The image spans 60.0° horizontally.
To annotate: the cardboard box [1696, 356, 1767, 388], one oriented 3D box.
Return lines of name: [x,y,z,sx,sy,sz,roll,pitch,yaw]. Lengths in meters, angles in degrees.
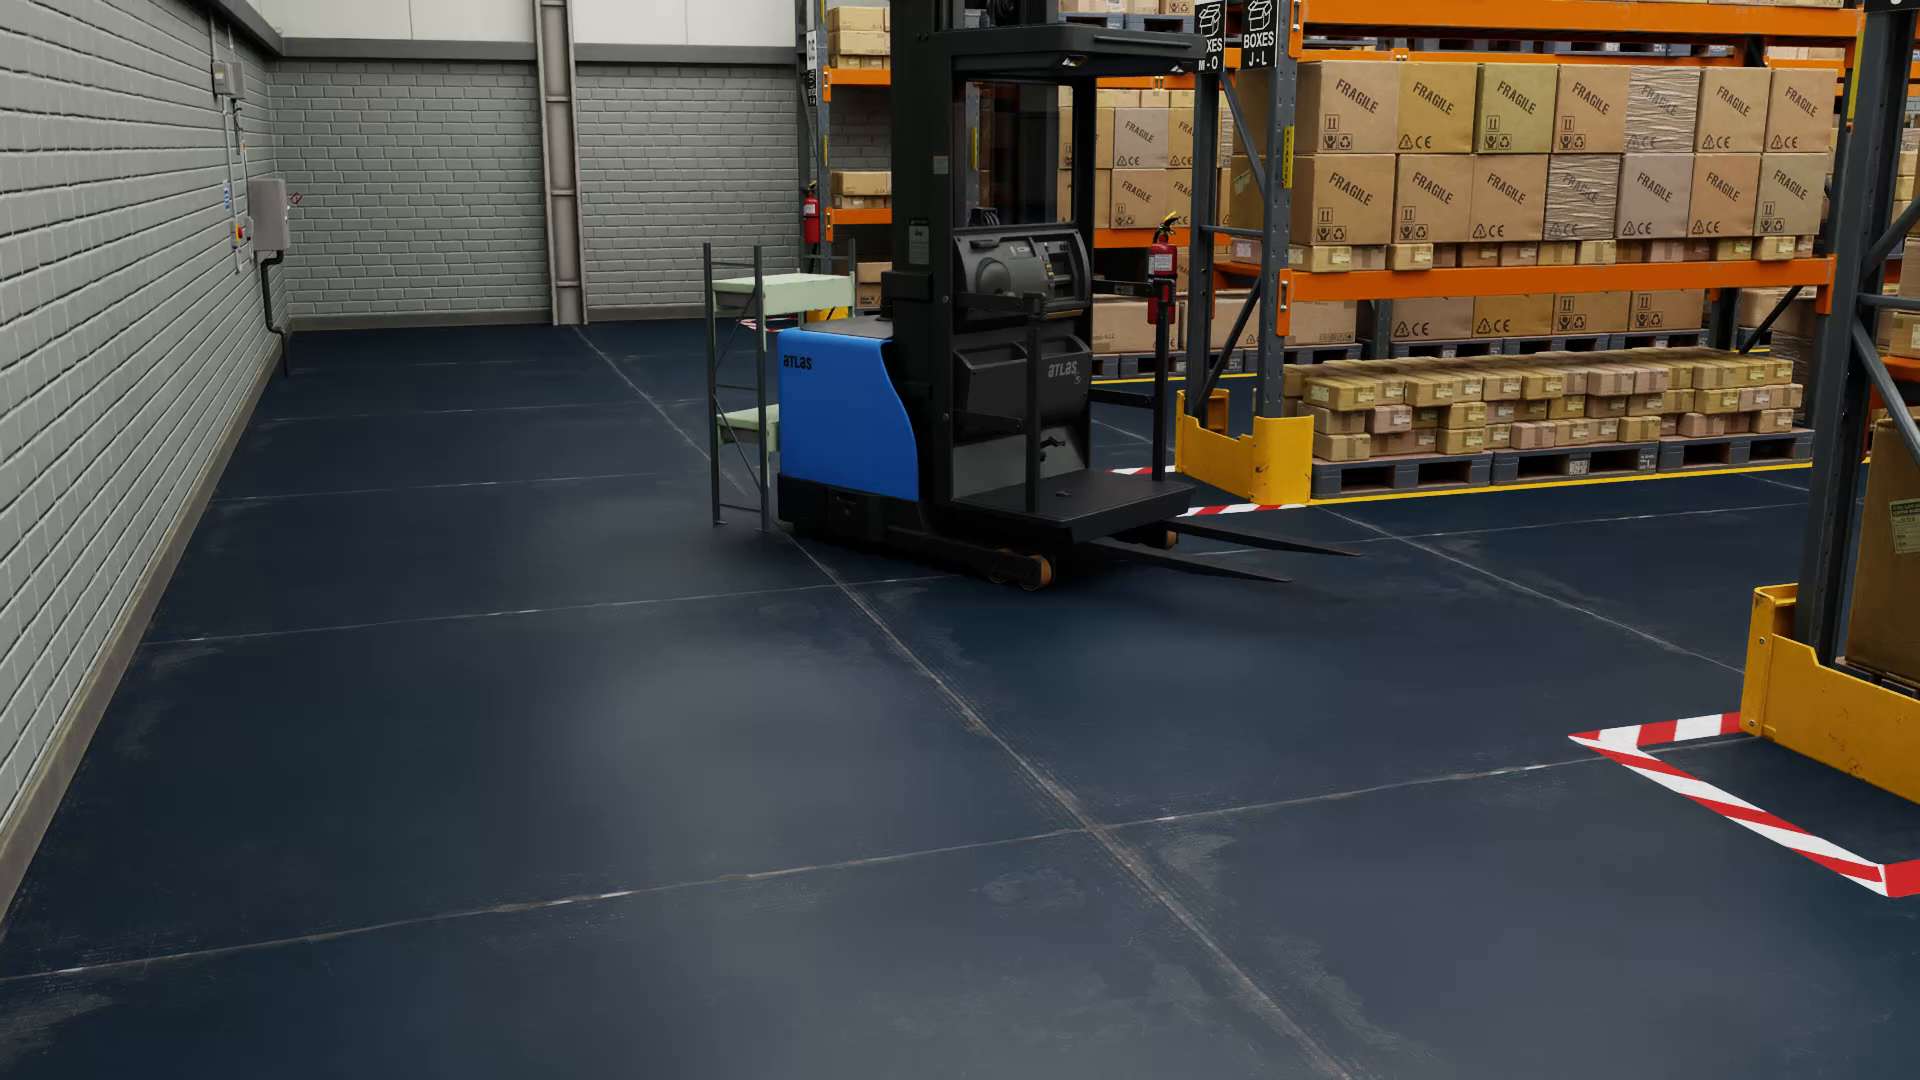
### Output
cardboard box: [4.920,-1.076,10.652,0.250,0.149,0.380,-4,14,-17]

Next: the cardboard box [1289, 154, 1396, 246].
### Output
cardboard box: [2.127,-1.951,9.504,0.500,0.500,0.500,-4,14,-15]

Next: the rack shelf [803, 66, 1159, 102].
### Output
rack shelf: [0.247,-5.209,19.130,4.000,0.370,1.077,-4,14,-18]

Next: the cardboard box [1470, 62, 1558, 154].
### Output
cardboard box: [3.100,-2.512,9.701,0.500,0.500,0.500,-5,14,-19]

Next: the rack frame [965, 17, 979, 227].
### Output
rack frame: [-0.062,-2.863,14.198,0.127,3.000,1.000,-4,14,-18]

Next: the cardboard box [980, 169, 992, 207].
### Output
cardboard box: [0.485,-2.884,14.071,0.500,0.500,0.500,-5,14,-19]

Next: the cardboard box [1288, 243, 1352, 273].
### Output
cardboard box: [2.025,-1.615,9.493,0.250,0.149,0.380,-5,14,-19]

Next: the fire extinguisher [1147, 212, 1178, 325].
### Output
fire extinguisher: [1.227,-1.649,10.065,0.183,0.674,0.296,-4,14,-18]

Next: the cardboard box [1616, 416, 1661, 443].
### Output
cardboard box: [4.160,-0.718,10.431,0.250,0.149,0.380,-4,14,-18]

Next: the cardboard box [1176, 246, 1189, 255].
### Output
cardboard box: [2.568,-3.519,20.046,0.250,0.149,0.380,-4,14,-15]

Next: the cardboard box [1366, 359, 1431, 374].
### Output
cardboard box: [2.761,-1.045,10.520,0.250,0.149,0.380,-5,14,-20]

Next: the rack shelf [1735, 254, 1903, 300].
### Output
rack shelf: [7.300,-1.878,11.610,4.000,0.370,1.077,-4,14,-18]

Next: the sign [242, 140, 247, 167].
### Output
sign: [-6.109,-3.288,14.198,0.001,0.242,0.339,-4,14,-18]

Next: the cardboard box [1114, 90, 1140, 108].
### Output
cardboard box: [1.348,-3.763,14.201,0.250,0.149,0.380,-4,14,-18]

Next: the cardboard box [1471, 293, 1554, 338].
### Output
cardboard box: [5.145,-2.461,16.190,0.875,0.875,0.875,-4,14,-16]

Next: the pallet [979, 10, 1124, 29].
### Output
pallet: [0.638,-4.336,14.101,1.213,0.211,1.003,-4,14,-18]

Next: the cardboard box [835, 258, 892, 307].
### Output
cardboard box: [-1.038,-2.966,19.116,0.637,0.503,0.797,-5,14,-20]

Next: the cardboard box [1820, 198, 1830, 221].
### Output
cardboard box: [5.717,-2.235,11.193,0.250,0.149,0.380,-5,14,-19]

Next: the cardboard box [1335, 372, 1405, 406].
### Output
cardboard box: [2.441,-0.903,9.923,0.250,0.149,0.380,-4,14,-17]

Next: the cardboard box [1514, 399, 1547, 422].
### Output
cardboard box: [3.416,-0.839,10.300,0.250,0.149,0.380,-4,14,-15]

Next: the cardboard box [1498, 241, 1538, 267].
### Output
cardboard box: [3.234,-1.727,9.963,0.250,0.149,0.380,-5,14,-19]

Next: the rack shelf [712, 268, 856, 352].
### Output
rack shelf: [-0.957,-1.246,8.953,0.431,0.370,0.720,10,17,36]

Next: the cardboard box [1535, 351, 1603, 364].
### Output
cardboard box: [4.000,-1.145,10.943,0.250,0.149,0.380,-4,14,-17]

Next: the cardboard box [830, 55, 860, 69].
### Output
cardboard box: [-1.272,-5.261,18.340,0.250,0.149,0.380,-4,14,-17]

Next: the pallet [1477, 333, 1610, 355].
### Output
pallet: [5.595,-1.966,16.453,1.213,0.211,1.003,-4,14,-18]

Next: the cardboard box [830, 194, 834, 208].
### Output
cardboard box: [-1.420,-3.913,19.153,0.250,0.149,0.380,-5,14,-19]

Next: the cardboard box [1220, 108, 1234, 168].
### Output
cardboard box: [2.407,-3.523,14.594,0.500,0.500,0.500,-4,14,-17]

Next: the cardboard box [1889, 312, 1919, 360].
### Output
cardboard box: [3.332,-0.666,5.504,0.250,0.149,0.380,-4,14,-17]

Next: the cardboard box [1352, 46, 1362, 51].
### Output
cardboard box: [4.692,-5.979,20.279,0.250,0.149,0.380,-4,14,-18]

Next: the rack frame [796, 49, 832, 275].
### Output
rack frame: [-1.648,-3.952,18.774,0.127,3.000,1.000,-4,14,-18]

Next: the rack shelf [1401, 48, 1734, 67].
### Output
rack shelf: [5.625,-4.415,15.796,4.000,0.370,1.077,-4,14,-18]

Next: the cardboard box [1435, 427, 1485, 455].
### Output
cardboard box: [2.944,-0.623,10.032,0.250,0.149,0.380,-4,14,-17]

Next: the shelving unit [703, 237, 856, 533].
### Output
shelving unit: [-0.957,-0.866,9.043,0.431,1.500,0.755,10,17,36]

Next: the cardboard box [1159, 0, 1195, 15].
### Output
cardboard box: [1.897,-4.740,14.266,0.500,0.500,0.500,-4,14,-17]

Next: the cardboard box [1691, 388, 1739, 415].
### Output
cardboard box: [4.706,-0.903,10.568,0.250,0.149,0.380,-5,14,-20]

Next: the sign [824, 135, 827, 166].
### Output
sign: [-1.475,-4.254,18.173,0.005,0.325,0.100,-4,14,-18]

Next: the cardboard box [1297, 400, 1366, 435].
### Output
cardboard box: [2.191,-0.729,9.838,0.250,0.149,0.380,-4,14,-16]

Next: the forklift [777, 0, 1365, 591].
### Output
forklift: [0.466,-1.328,7.894,3.031,2.935,1.130,12,18,41]

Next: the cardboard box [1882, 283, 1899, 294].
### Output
cardboard box: [9.477,-2.530,17.568,0.625,0.372,0.950,-4,14,-16]

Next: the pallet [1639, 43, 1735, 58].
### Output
pallet: [6.927,-4.762,16.106,1.003,0.211,1.213,-4,14,-15]

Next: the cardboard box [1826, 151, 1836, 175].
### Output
cardboard box: [5.722,-2.524,11.122,0.250,0.149,0.380,-4,14,-15]

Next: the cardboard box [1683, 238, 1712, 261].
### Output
cardboard box: [4.460,-1.832,10.406,0.250,0.149,0.380,-5,14,-20]

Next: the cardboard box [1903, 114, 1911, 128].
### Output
cardboard box: [9.756,-4.402,17.500,0.250,0.149,0.380,-4,14,-15]

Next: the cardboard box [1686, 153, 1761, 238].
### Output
cardboard box: [4.543,-2.138,10.290,0.500,0.500,0.500,-5,14,-20]

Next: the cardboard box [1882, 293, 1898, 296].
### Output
cardboard box: [6.521,-1.579,11.672,0.500,0.250,0.500,-4,14,-15]

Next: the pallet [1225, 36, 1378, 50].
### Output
pallet: [2.951,-4.516,14.858,1.213,0.211,1.003,-4,14,-18]

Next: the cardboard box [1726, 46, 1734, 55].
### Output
cardboard box: [7.752,-4.860,16.654,0.250,0.149,0.380,-4,14,-18]

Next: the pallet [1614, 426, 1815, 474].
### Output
pallet: [4.779,-0.666,10.988,1.213,0.211,1.003,-4,14,-18]

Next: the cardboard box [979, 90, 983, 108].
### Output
cardboard box: [0.215,-3.784,14.292,0.250,0.149,0.380,-4,14,-17]

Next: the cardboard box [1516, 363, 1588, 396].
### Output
cardboard box: [3.667,-0.997,10.320,0.250,0.149,0.380,-4,14,-18]

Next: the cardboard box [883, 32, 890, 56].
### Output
cardboard box: [-0.665,-5.497,18.472,0.500,0.250,0.500,-4,14,-17]

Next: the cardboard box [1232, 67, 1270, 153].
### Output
cardboard box: [1.967,-2.553,9.875,0.500,0.500,0.500,-5,14,-19]

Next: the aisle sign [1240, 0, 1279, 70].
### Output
aisle sign: [1.639,-2.979,9.065,0.004,0.787,0.394,-4,14,-18]
